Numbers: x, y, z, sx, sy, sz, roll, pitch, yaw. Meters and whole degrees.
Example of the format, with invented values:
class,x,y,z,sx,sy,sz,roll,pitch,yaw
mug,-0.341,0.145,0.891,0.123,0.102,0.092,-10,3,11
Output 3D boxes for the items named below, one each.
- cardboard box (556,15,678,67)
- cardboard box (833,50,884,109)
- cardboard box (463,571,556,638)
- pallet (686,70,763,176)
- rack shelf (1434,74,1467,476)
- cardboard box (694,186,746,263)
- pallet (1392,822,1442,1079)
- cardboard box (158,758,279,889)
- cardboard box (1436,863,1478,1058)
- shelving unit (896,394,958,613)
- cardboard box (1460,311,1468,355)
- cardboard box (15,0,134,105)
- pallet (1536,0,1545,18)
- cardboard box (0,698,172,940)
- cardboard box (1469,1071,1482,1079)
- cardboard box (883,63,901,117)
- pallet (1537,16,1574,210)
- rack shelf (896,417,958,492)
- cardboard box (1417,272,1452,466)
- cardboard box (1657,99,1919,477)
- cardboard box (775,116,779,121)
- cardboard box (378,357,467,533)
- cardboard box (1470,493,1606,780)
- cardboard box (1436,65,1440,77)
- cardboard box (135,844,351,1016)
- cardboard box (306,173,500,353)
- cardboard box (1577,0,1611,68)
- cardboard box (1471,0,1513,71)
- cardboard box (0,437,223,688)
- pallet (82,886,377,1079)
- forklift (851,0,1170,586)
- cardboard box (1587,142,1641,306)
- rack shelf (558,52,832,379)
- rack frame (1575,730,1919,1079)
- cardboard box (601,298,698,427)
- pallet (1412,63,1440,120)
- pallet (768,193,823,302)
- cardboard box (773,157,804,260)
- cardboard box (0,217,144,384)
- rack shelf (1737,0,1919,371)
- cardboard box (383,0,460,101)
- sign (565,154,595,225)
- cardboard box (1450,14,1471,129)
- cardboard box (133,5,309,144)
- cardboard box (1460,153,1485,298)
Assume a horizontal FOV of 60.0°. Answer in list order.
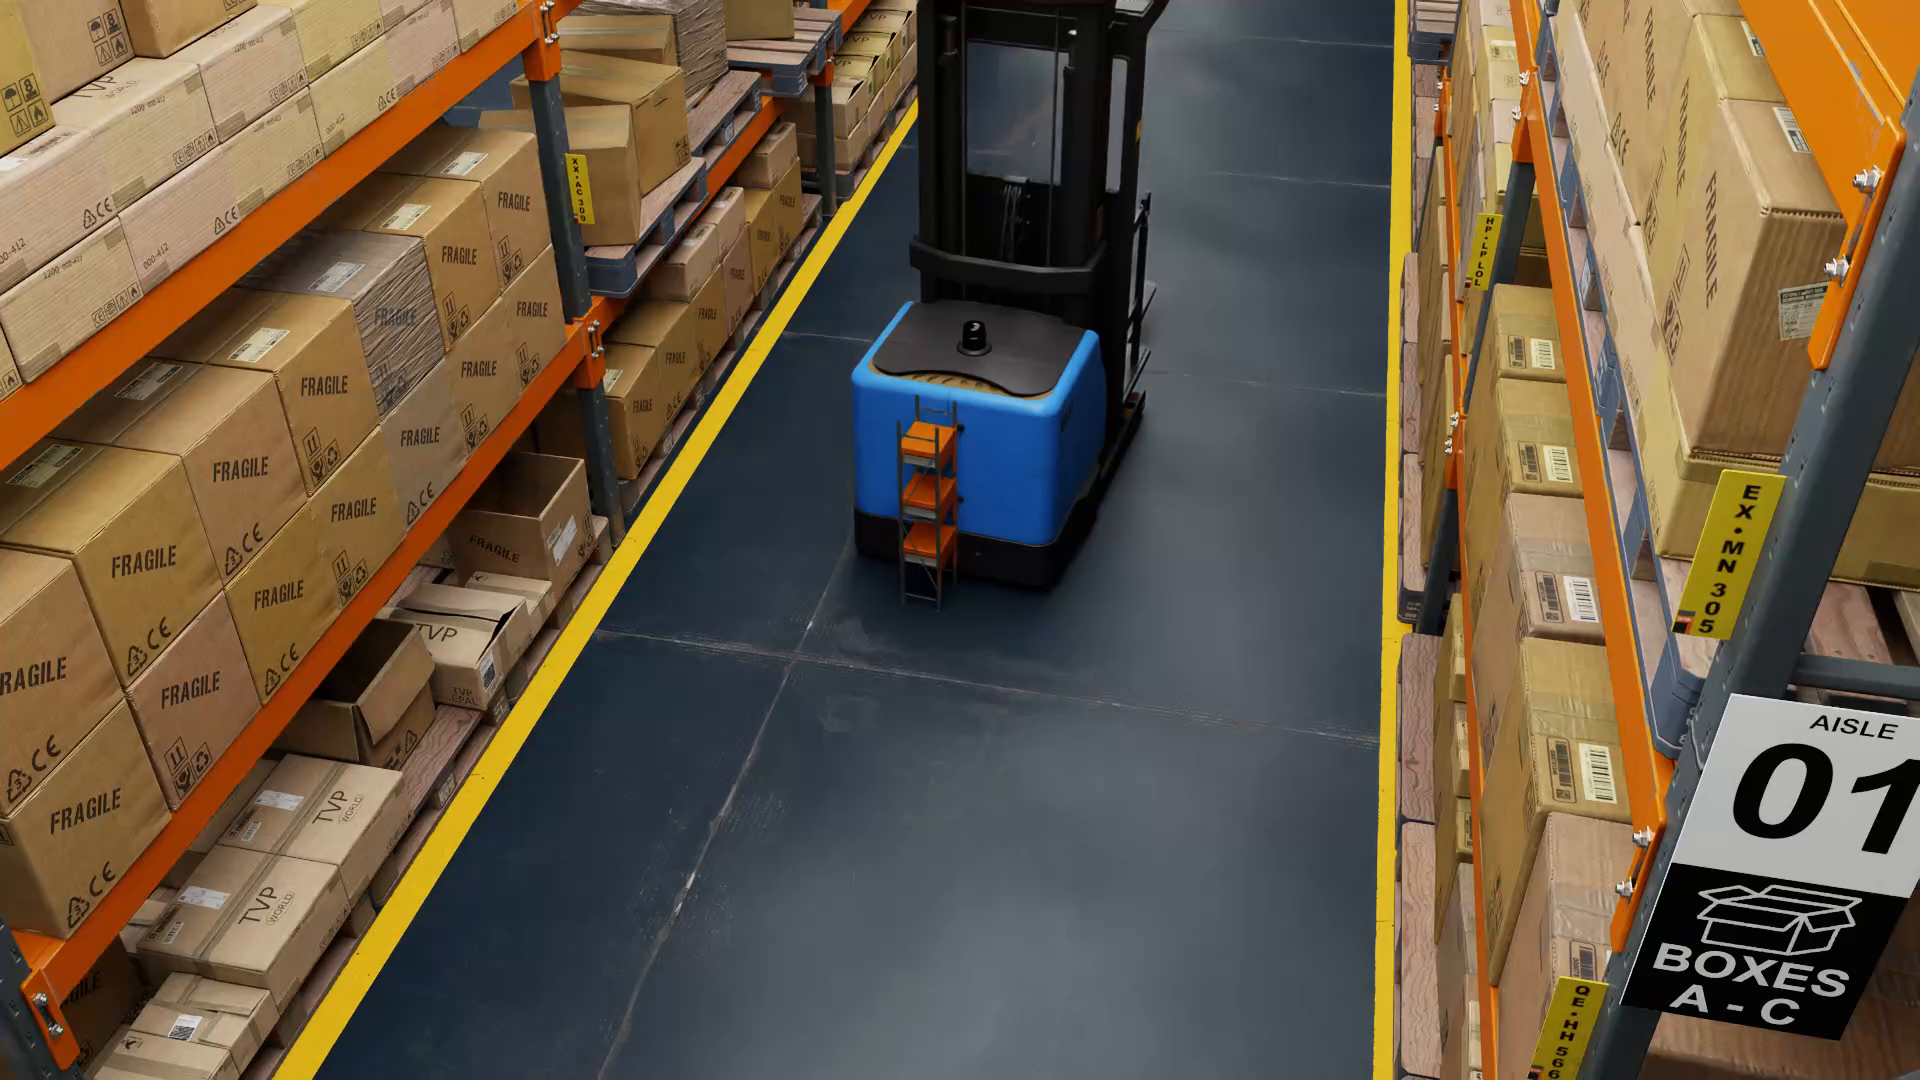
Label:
class,x,y,z,sx,sy,sz,roll,pitch,yaw
cardboard box,-1.902,-2.498,8.967,0.700,0.500,0.500,-1,36,-2
cardboard box,-0.862,-3.409,12.175,0.500,0.311,0.500,6,36,9
cardboard box,-2.085,0.294,7.612,0.380,0.149,0.250,7,37,10
pallet,-1.776,-2.367,9.393,1.003,0.211,1.213,7,37,10
rack shelf,3.048,-1.503,8.651,1.077,0.370,4.000,7,37,10
cardboard box,-1.558,-1.844,9.624,0.500,0.250,0.500,7,36,9
pallet,2.124,1.609,6.120,1.003,0.211,1.213,7,37,10
cardboard box,-2.966,1.078,6.444,0.500,0.250,0.500,7,37,10
cardboard box,2.032,1.498,5.669,0.700,0.500,0.500,6,36,8
shelving unit,-0.151,-0.160,7.846,0.215,1.050,0.252,11,37,15
cardboard box,2.448,-0.931,7.446,0.380,0.149,0.250,8,37,11
cardboard box,-2.788,-1.506,4.549,0.700,0.500,0.500,7,37,10
pallet,2.769,-2.317,6.767,0.805,0.209,1.217,6,36,8
cardboard box,-2.721,0.765,4.824,0.500,0.500,0.500,8,37,11
cardboard box,1.668,1.715,4.818,0.380,0.149,0.250,7,37,9
cardboard box,-0.754,-3.467,12.733,0.500,0.250,0.500,6,36,9
pallet,2.436,-1.359,5.358,1.003,0.211,1.213,7,37,10
rack shelf,-0.151,-0.381,7.685,0.215,0.259,0.240,11,37,15
cardboard box,2.820,-0.846,8.606,0.750,0.750,0.750,8,37,11
cardboard box,1.656,-0.476,3.111,0.500,0.500,0.500,7,37,10
cardboard box,-1.493,-3.175,11.852,0.500,0.311,0.500,8,37,11
cardboard box,-2.291,-0.398,6.428,0.500,0.500,0.500,8,37,11
cardboard box,2.182,0.376,5.190,0.980,0.700,0.700,6,36,8
cardboard box,4.189,-3.976,13.205,0.700,0.500,0.500,9,37,12
cardboard box,-2.573,1.399,6.002,0.500,0.250,0.500,7,37,10
cardboard box,-2.181,-1.095,6.538,0.500,0.500,0.500,7,36,9
cardboard box,2.091,-1.647,4.726,0.500,0.500,0.500,7,36,9
cardboard box,2.910,-2.590,8.543,0.500,0.250,0.500,8,37,10
cardboard box,-2.617,0.059,4.945,0.500,0.500,0.500,8,37,10
pallet,-2.888,1.655,6.057,1.003,0.211,1.213,7,37,10
forklift,0.420,-1.827,8.543,1.130,2.935,3.031,11,37,15
cardboard box,1.880,-0.770,4.155,0.500,0.250,0.500,6,36,9
rack shelf,-1.792,-2.122,9.505,1.077,0.370,4.000,7,37,10
rack frame,1.767,1.645,3.694,1.000,3.000,0.127,7,37,10
cardboard box,-1.775,-0.986,9.080,0.500,0.500,0.500,8,37,11
pallet,4.165,-3.659,13.388,1.003,0.211,1.213,7,37,10
pallet,-1.561,-2.007,11.110,1.003,0.211,1.213,7,37,10
cardboard box,-1.335,-2.160,10.700,0.500,0.500,0.500,9,37,12
cardboard box,-2.596,-0.675,4.467,0.500,0.250,0.500,7,37,10
rack shelf,2.194,-1.477,3.844,1.077,0.370,4.000,7,37,10
cardboard box,-2.180,-1.823,6.051,0.500,0.250,0.500,7,37,10
sign,-1.687,-1.553,7.370,0.100,0.325,0.005,7,37,10
cardboard box,3.001,-2.564,9.147,0.500,0.500,0.500,8,37,12
cardboard box,-2.384,-1.451,5.112,0.500,0.250,0.500,7,37,10
cardboard box,2.573,-1.407,7.549,0.500,0.500,0.500,8,37,10
